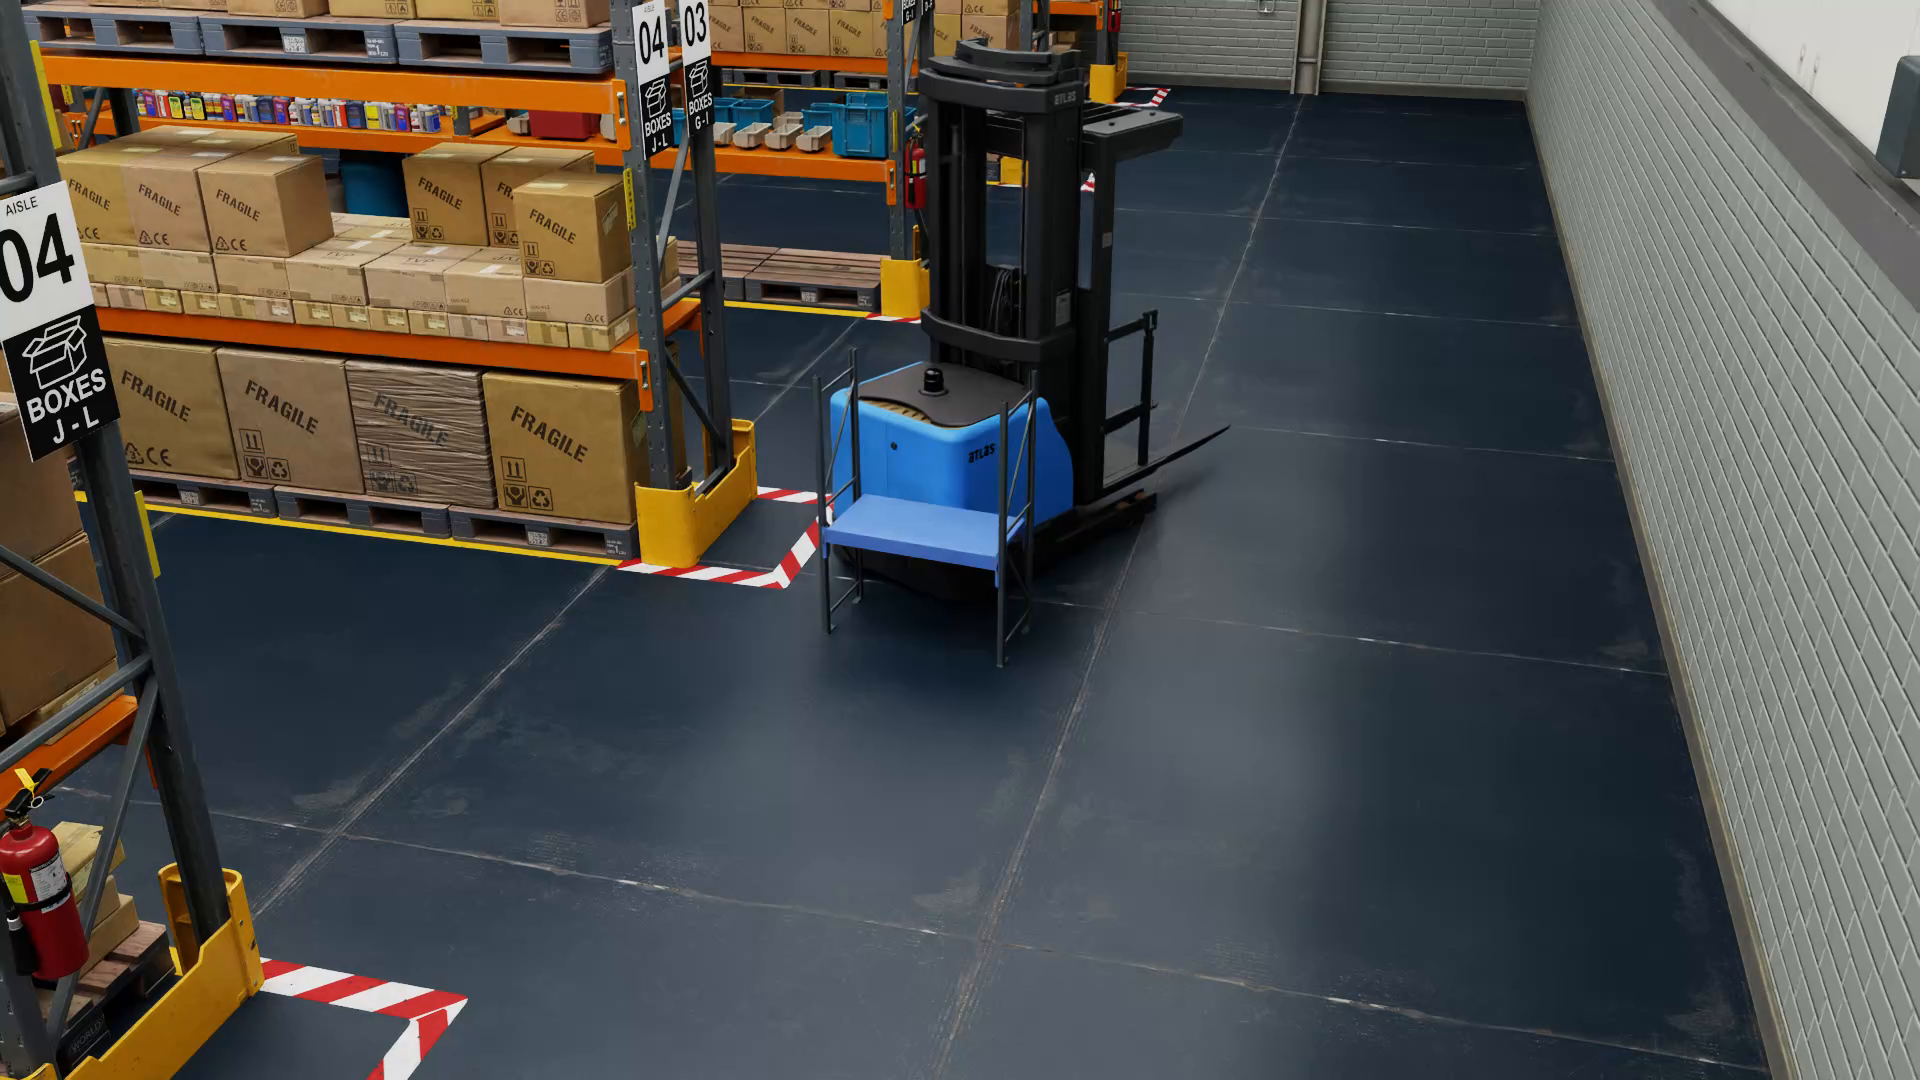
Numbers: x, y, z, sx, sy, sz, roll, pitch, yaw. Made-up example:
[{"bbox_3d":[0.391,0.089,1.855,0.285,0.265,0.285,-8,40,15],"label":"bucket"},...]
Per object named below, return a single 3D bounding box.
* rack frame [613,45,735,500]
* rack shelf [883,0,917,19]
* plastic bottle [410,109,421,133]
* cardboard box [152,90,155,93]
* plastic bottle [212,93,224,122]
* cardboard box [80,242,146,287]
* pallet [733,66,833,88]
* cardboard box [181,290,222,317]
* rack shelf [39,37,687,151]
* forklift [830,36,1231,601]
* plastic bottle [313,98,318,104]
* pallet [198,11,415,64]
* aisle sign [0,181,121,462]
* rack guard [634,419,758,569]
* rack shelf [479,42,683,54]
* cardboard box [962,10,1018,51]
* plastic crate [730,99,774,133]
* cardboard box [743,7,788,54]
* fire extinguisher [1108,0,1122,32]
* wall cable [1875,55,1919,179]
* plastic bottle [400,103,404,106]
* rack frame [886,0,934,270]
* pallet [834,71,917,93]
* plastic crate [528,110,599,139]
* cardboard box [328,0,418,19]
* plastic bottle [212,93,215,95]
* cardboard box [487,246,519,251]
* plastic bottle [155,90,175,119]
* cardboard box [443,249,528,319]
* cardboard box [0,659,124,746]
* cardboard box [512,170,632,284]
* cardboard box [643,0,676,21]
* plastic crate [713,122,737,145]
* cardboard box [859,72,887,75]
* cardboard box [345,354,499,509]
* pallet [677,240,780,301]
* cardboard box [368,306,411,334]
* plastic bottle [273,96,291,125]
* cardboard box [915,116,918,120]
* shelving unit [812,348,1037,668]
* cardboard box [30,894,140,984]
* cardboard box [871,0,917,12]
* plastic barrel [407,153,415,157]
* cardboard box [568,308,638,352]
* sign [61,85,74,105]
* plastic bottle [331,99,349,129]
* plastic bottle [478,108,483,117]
[{"bbox_3d":[-1.641,-1.442,9.790,0.127,3.000,1.000,6,26,13],"label":"rack frame"},{"bbox_3d":[-2.344,-4.748,14.080,4.000,0.370,1.077,6,26,13],"label":"rack shelf"},{"bbox_3d":[-4.862,-3.751,14.871,0.097,0.201,0.097,0,25,0],"label":"plastic bottle"},{"bbox_3d":[-9.970,-5.848,21.102,0.500,0.311,0.500,6,26,12],"label":"cardboard box"},{"bbox_3d":[-6.816,-3.999,15.310,0.097,0.271,0.097,0,25,0],"label":"plastic bottle"},{"bbox_3d":[-5.125,-1.778,10.323,0.500,0.250,0.500,6,26,12],"label":"cardboard box"},{"bbox_3d":[-2.580,-6.849,24.390,1.213,0.211,1.003,6,26,13],"label":"pallet"},{"bbox_3d":[-4.546,-1.503,10.210,0.250,0.149,0.380,6,26,12],"label":"cardboard box"},{"bbox_3d":[-3.577,-2.686,9.749,4.000,0.370,1.077,6,26,13],"label":"rack shelf"},{"bbox_3d":[0.597,-1.527,10.049,1.130,2.935,3.031,21,33,37],"label":"forklift"},{"bbox_3d":[-5.927,-3.968,15.245,0.097,0.271,0.097,0,25,0],"label":"plastic bottle"},{"bbox_3d":[-3.547,-2.961,9.594,1.213,0.211,1.003,6,26,13],"label":"pallet"},{"bbox_3d":[-2.828,-0.679,5.162,0.004,0.787,0.394,6,26,13],"label":"aisle sign"},{"bbox_3d":[-1.617,-0.311,10.322,0.348,0.500,1.175,6,26,13],"label":"rack guard"},{"bbox_3d":[-4.981,-5.883,19.955,4.000,0.370,1.077,6,26,13],"label":"rack shelf"},{"bbox_3d":[0.329,-5.546,18.293,0.500,0.500,0.500,7,26,15],"label":"cardboard box"},{"bbox_3d":[-1.839,-3.760,14.783,0.300,0.233,0.416,6,26,13],"label":"plastic crate"},{"bbox_3d":[-2.121,-5.818,18.864,0.500,0.500,0.500,7,26,14],"label":"cardboard box"},{"bbox_3d":[2.092,-7.217,22.443,0.183,0.674,0.296,6,26,13],"label":"fire extinguisher"},{"bbox_3d":[2.977,-3.563,3.523,0.120,5.999,2.277,6,26,13],"label":"wall cable"},{"bbox_3d":[-5.283,-4.135,15.676,0.097,0.201,0.097,0,25,0],"label":"plastic bottle"},{"bbox_3d":[-0.407,-3.504,14.121,0.127,3.000,1.000,6,26,13],"label":"rack frame"},{"bbox_3d":[-1.097,-6.684,24.043,1.213,0.211,1.003,6,26,13],"label":"pallet"},{"bbox_3d":[-3.479,-3.788,14.574,0.583,0.464,0.402,6,26,13],"label":"plastic crate"},{"bbox_3d":[-3.185,-3.255,9.388,0.500,0.500,0.700,5,26,9],"label":"cardboard box"},{"bbox_3d":[-7.232,-4.350,16.129,0.097,0.201,0.097,0,25,0],"label":"plastic bottle"},{"bbox_3d":[-2.543,-1.725,10.213,0.500,0.250,0.500,6,26,12],"label":"cardboard box"},{"bbox_3d":[-7.368,-4.074,15.462,0.135,0.276,0.152,6,26,13],"label":"plastic bottle"},{"bbox_3d":[-2.667,-1.505,9.750,0.500,0.250,0.500,6,26,12],"label":"cardboard box"},{"bbox_3d":[-3.206,0.554,5.889,0.250,0.149,0.380,6,26,13],"label":"cardboard box"},{"bbox_3d":[-2.178,-1.790,9.477,0.500,0.500,0.500,7,26,14],"label":"cardboard box"},{"bbox_3d":[-3.447,-6.373,19.541,0.500,0.500,0.700,-2,26,-5],"label":"cardboard box"},{"bbox_3d":[-2.086,-3.505,14.359,0.250,0.136,0.298,6,26,13],"label":"plastic crate"},{"bbox_3d":[-1.115,-6.995,23.873,0.500,0.500,0.700,7,26,14],"label":"cardboard box"},{"bbox_3d":[-3.162,-0.805,10.435,0.875,0.875,0.875,6,26,13],"label":"cardboard box"},{"bbox_3d":[-2.374,-2.481,15.216,1.213,0.211,1.003,6,26,13],"label":"pallet"},{"bbox_3d":[-3.308,-1.366,9.922,0.250,0.149,0.380,6,26,13],"label":"cardboard box"},{"bbox_3d":[-6.176,-3.925,15.141,0.133,0.283,0.061,6,26,13],"label":"plastic bottle"},{"bbox_3d":[-0.594,-4.806,19.543,0.500,0.250,0.500,6,26,13],"label":"cardboard box"},{"bbox_3d":[-0.179,-0.176,8.875,1.048,1.500,0.538,9,27,18],"label":"shelving unit"},{"bbox_3d":[-3.401,1.520,6.395,0.250,0.149,0.380,7,26,14],"label":"cardboard box"},{"bbox_3d":[-0.662,-6.103,18.300,0.500,0.500,0.500,7,26,14],"label":"cardboard box"},{"bbox_3d":[-4.804,-3.240,15.518,0.708,0.901,0.600,6,26,13],"label":"plastic barrel"},{"bbox_3d":[-2.067,-1.230,9.636,0.250,0.149,0.380,7,26,14],"label":"cardboard box"},{"bbox_3d":[-8.285,-4.205,15.402,0.005,0.325,0.100,6,26,13],"label":"sign"},{"bbox_3d":[-5.585,-3.877,15.048,0.135,0.276,0.152,6,26,13],"label":"plastic bottle"},{"bbox_3d":[-4.530,-4.097,15.501,0.133,0.283,0.061,6,26,13],"label":"plastic bottle"}]
